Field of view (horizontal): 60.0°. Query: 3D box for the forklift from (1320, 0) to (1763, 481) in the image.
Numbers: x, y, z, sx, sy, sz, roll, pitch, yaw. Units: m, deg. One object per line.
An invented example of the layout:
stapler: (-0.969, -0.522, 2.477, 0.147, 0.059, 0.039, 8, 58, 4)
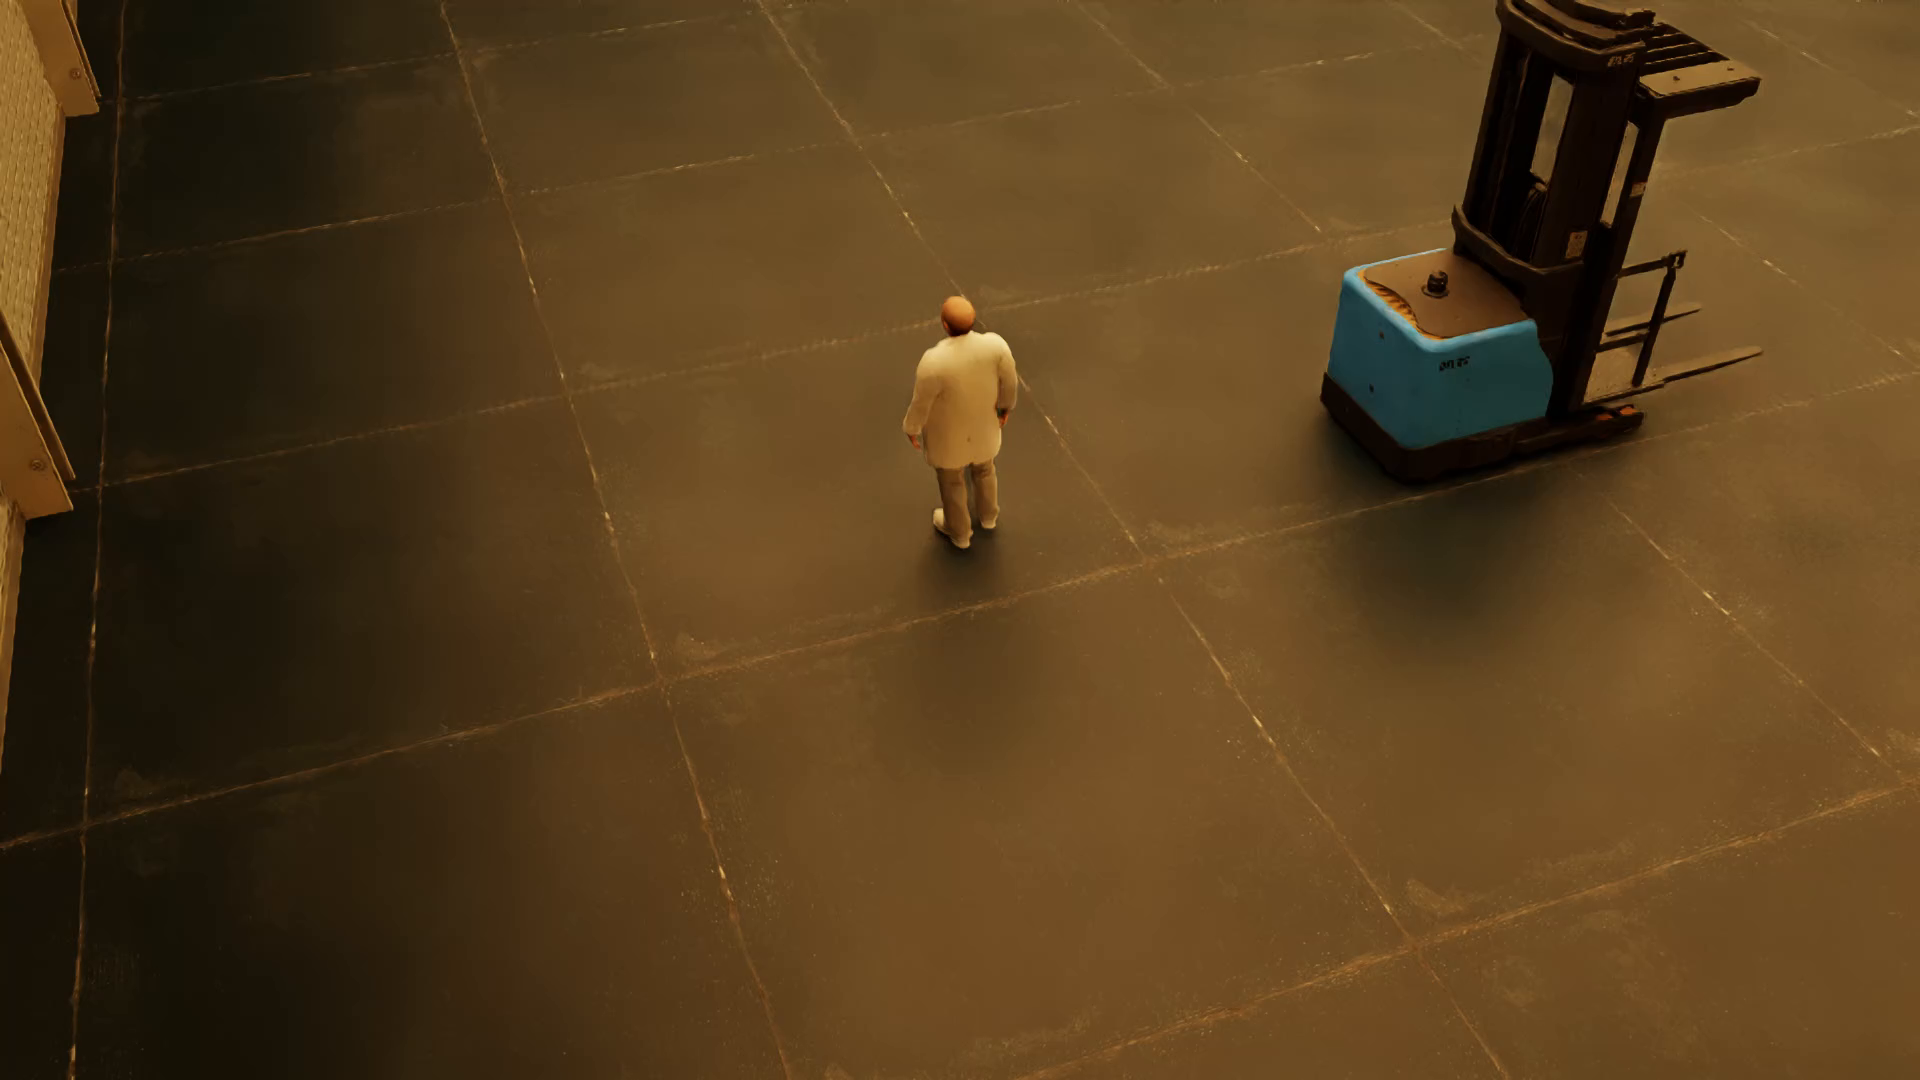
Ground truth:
forklift: (4.018, -2.102, 10.500, 3.031, 2.935, 1.130, -14, 42, -16)

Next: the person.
person: (-0.015, -0.745, 9.770, 0.668, 1.776, 0.579, -13, 42, -15)
